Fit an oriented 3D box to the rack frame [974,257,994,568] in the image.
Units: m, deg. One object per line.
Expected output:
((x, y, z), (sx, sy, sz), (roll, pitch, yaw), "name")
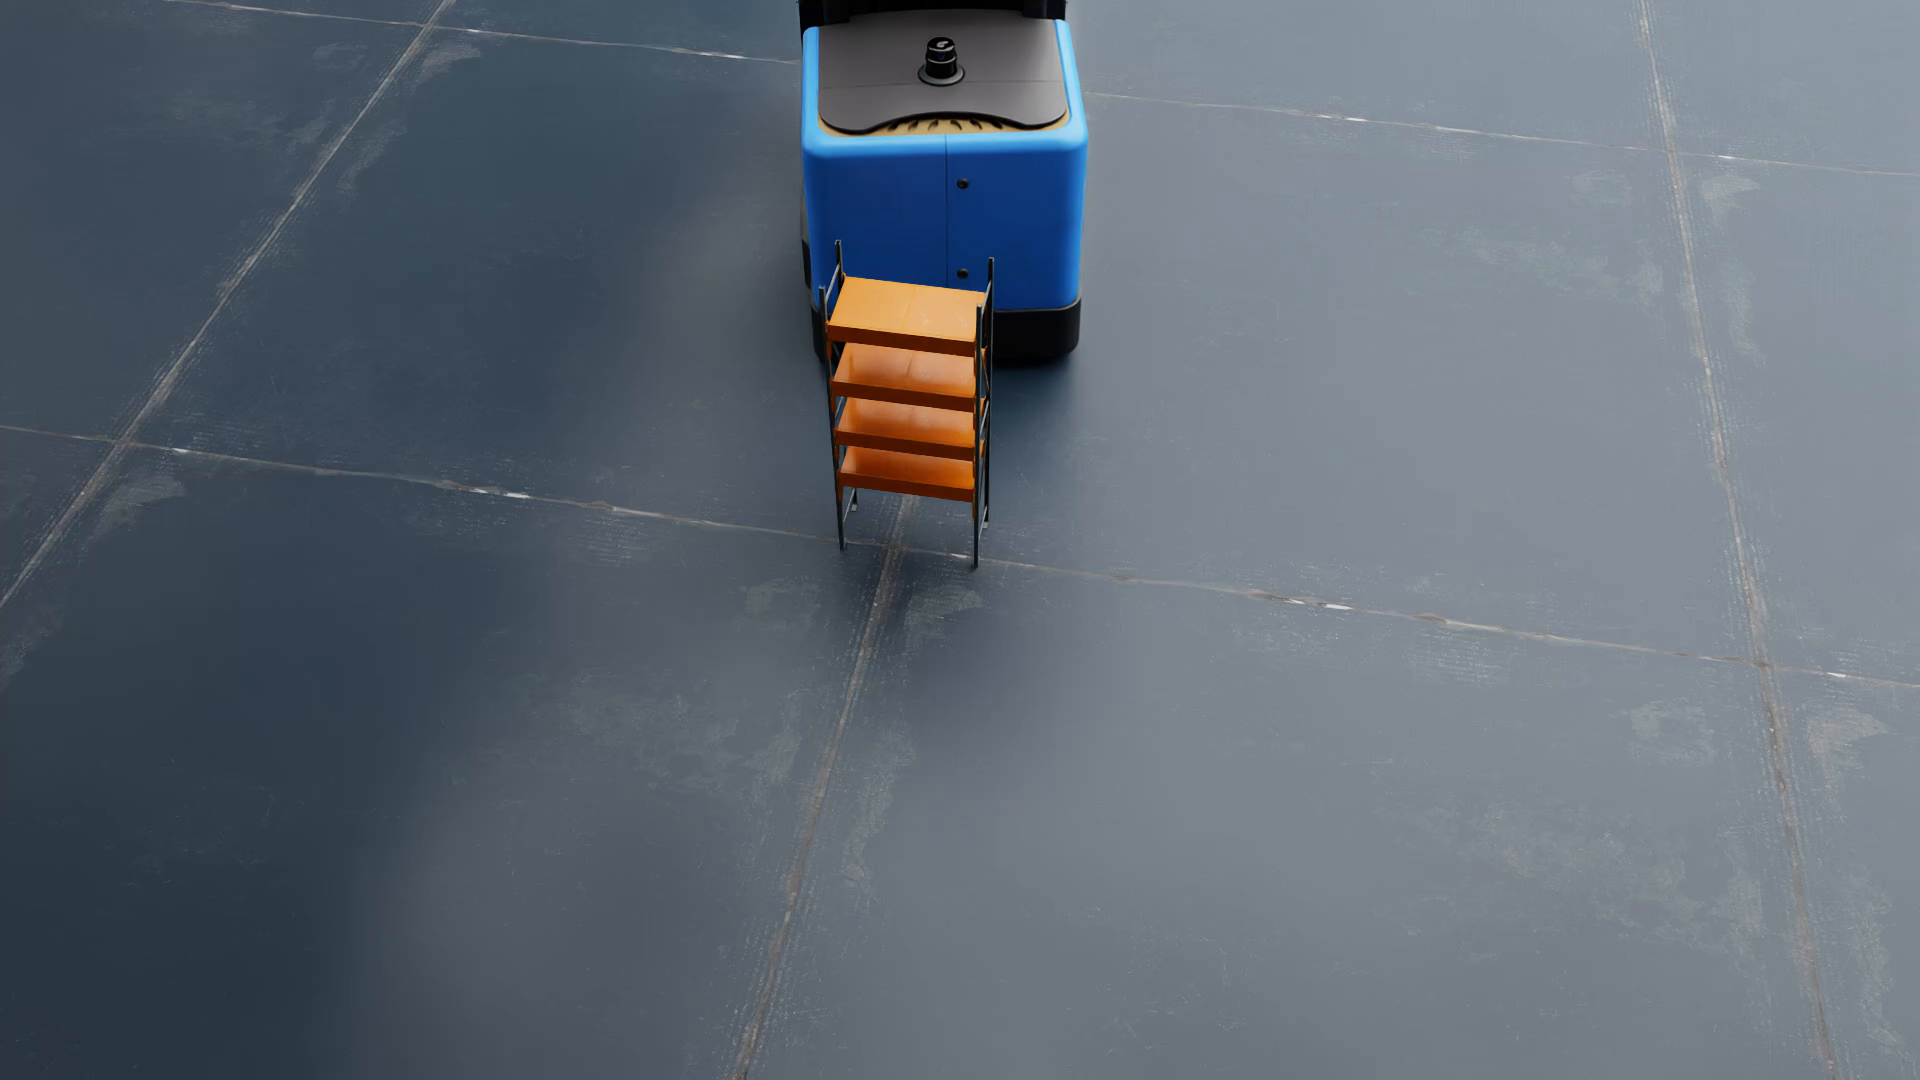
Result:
((0.077, -0.391, 5.543), (0.015, 1.200, 0.240), (8, 49, 7), "rack frame")

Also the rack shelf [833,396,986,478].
((-0.163, -0.378, 5.622), (0.480, 0.148, 0.258), (8, 49, 7), "rack shelf")

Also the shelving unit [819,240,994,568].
((-0.163, -0.423, 5.572), (0.503, 1.200, 0.258), (8, 49, 7), "shelving unit")

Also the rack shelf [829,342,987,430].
((-0.163, -0.527, 5.456), (0.480, 0.148, 0.258), (8, 49, 7), "rack shelf")

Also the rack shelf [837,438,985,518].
((-0.163, -0.245, 5.770), (0.480, 0.148, 0.258), (8, 49, 7), "rack shelf")

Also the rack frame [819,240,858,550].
((-0.403, -0.455, 5.601), (0.015, 1.200, 0.240), (8, 49, 7), "rack frame")

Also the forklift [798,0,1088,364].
((-0.126, -2.760, 6.509), (1.130, 2.935, 3.031), (-2, 48, -2), "forklift")

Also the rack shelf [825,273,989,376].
((-0.163, -0.686, 5.280), (0.480, 0.148, 0.258), (8, 49, 7), "rack shelf")
